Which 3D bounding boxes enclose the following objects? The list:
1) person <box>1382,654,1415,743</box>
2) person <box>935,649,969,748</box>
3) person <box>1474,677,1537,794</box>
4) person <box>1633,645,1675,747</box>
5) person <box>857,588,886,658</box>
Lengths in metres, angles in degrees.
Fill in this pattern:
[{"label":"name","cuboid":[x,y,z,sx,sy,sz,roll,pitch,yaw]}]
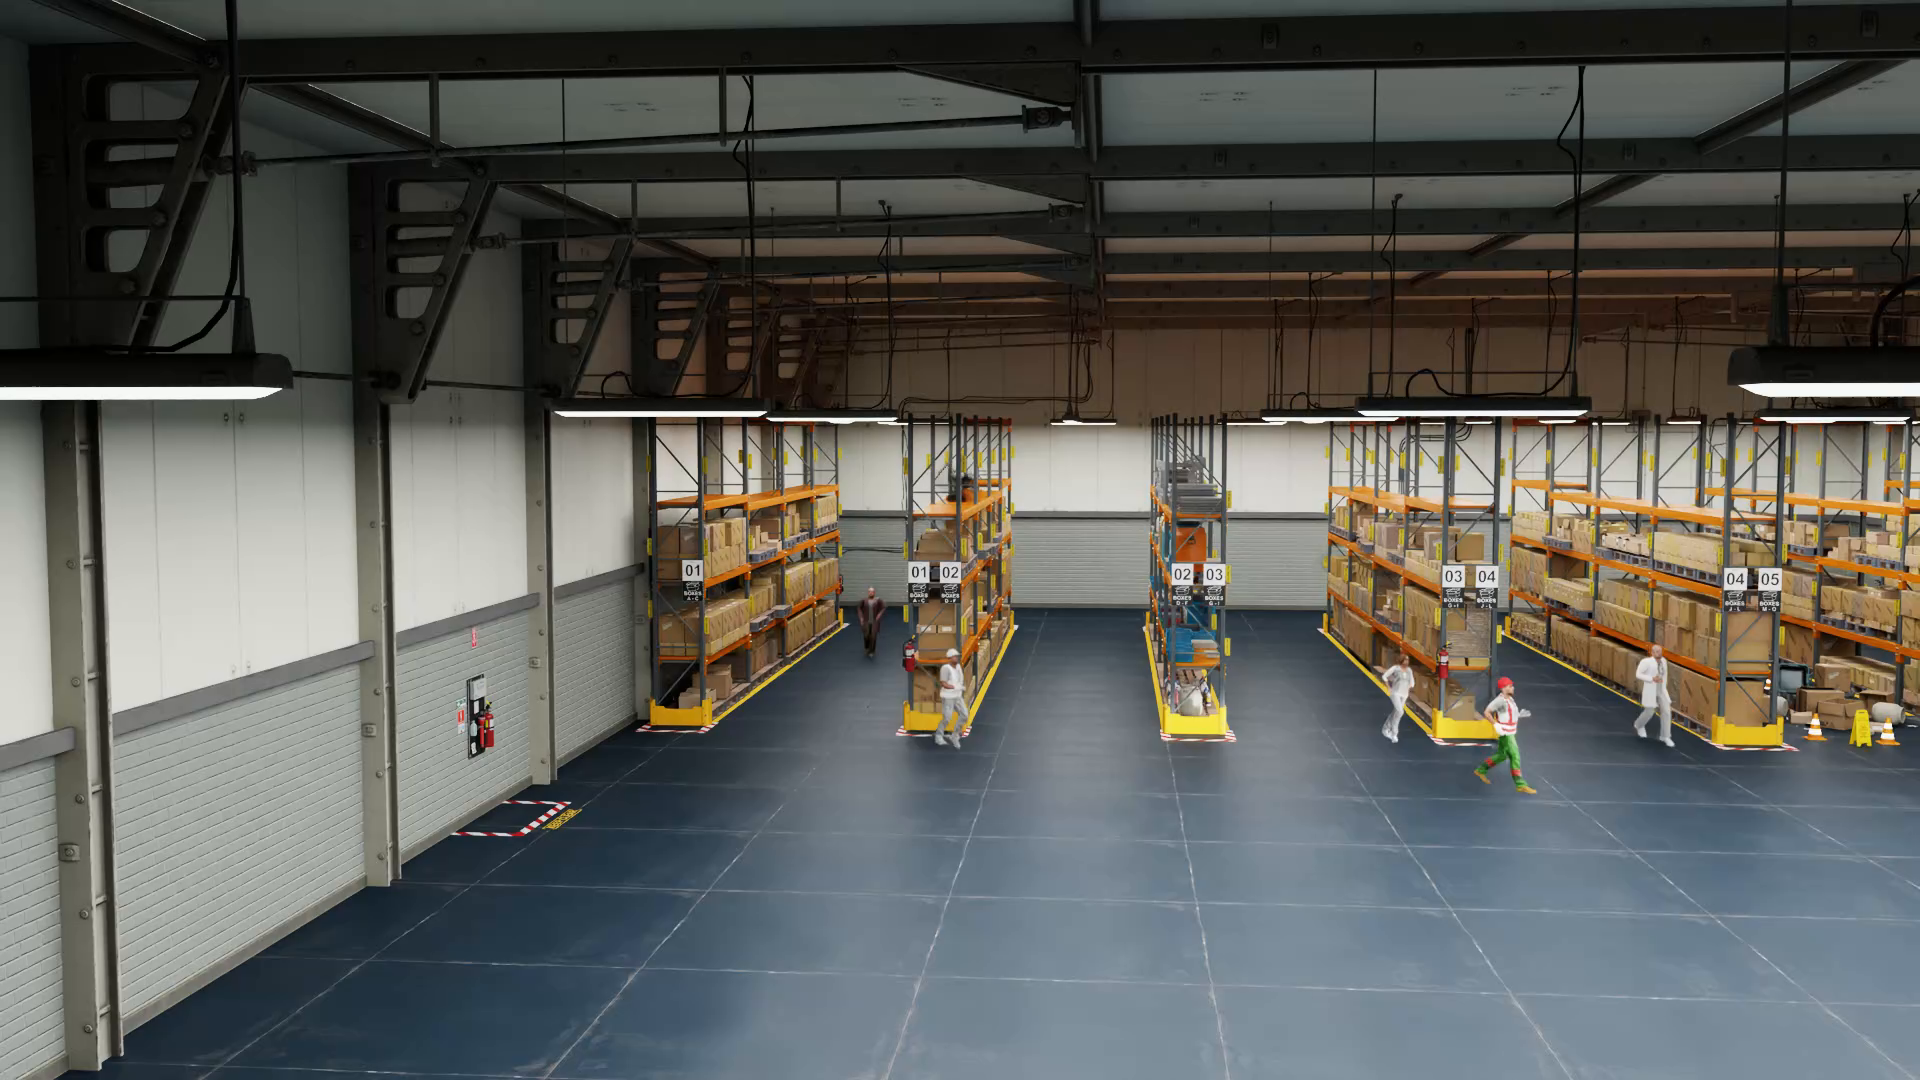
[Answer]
[{"label":"person","cuboid":[8.053,2.892,30.504,0.535,1.624,0.651,-2,4,-22]},{"label":"person","cuboid":[-0.111,2.852,29.763,0.727,1.831,0.704,3,5,37]},{"label":"person","cuboid":[8.569,3.040,26.106,1.002,1.773,0.662,2,4,31]},{"label":"person","cuboid":[12.631,2.799,30.289,0.741,1.800,1.023,-1,4,-10]},{"label":"person","cuboid":[-2.207,2.159,41.482,0.722,1.550,0.628,0,4,-1]}]
